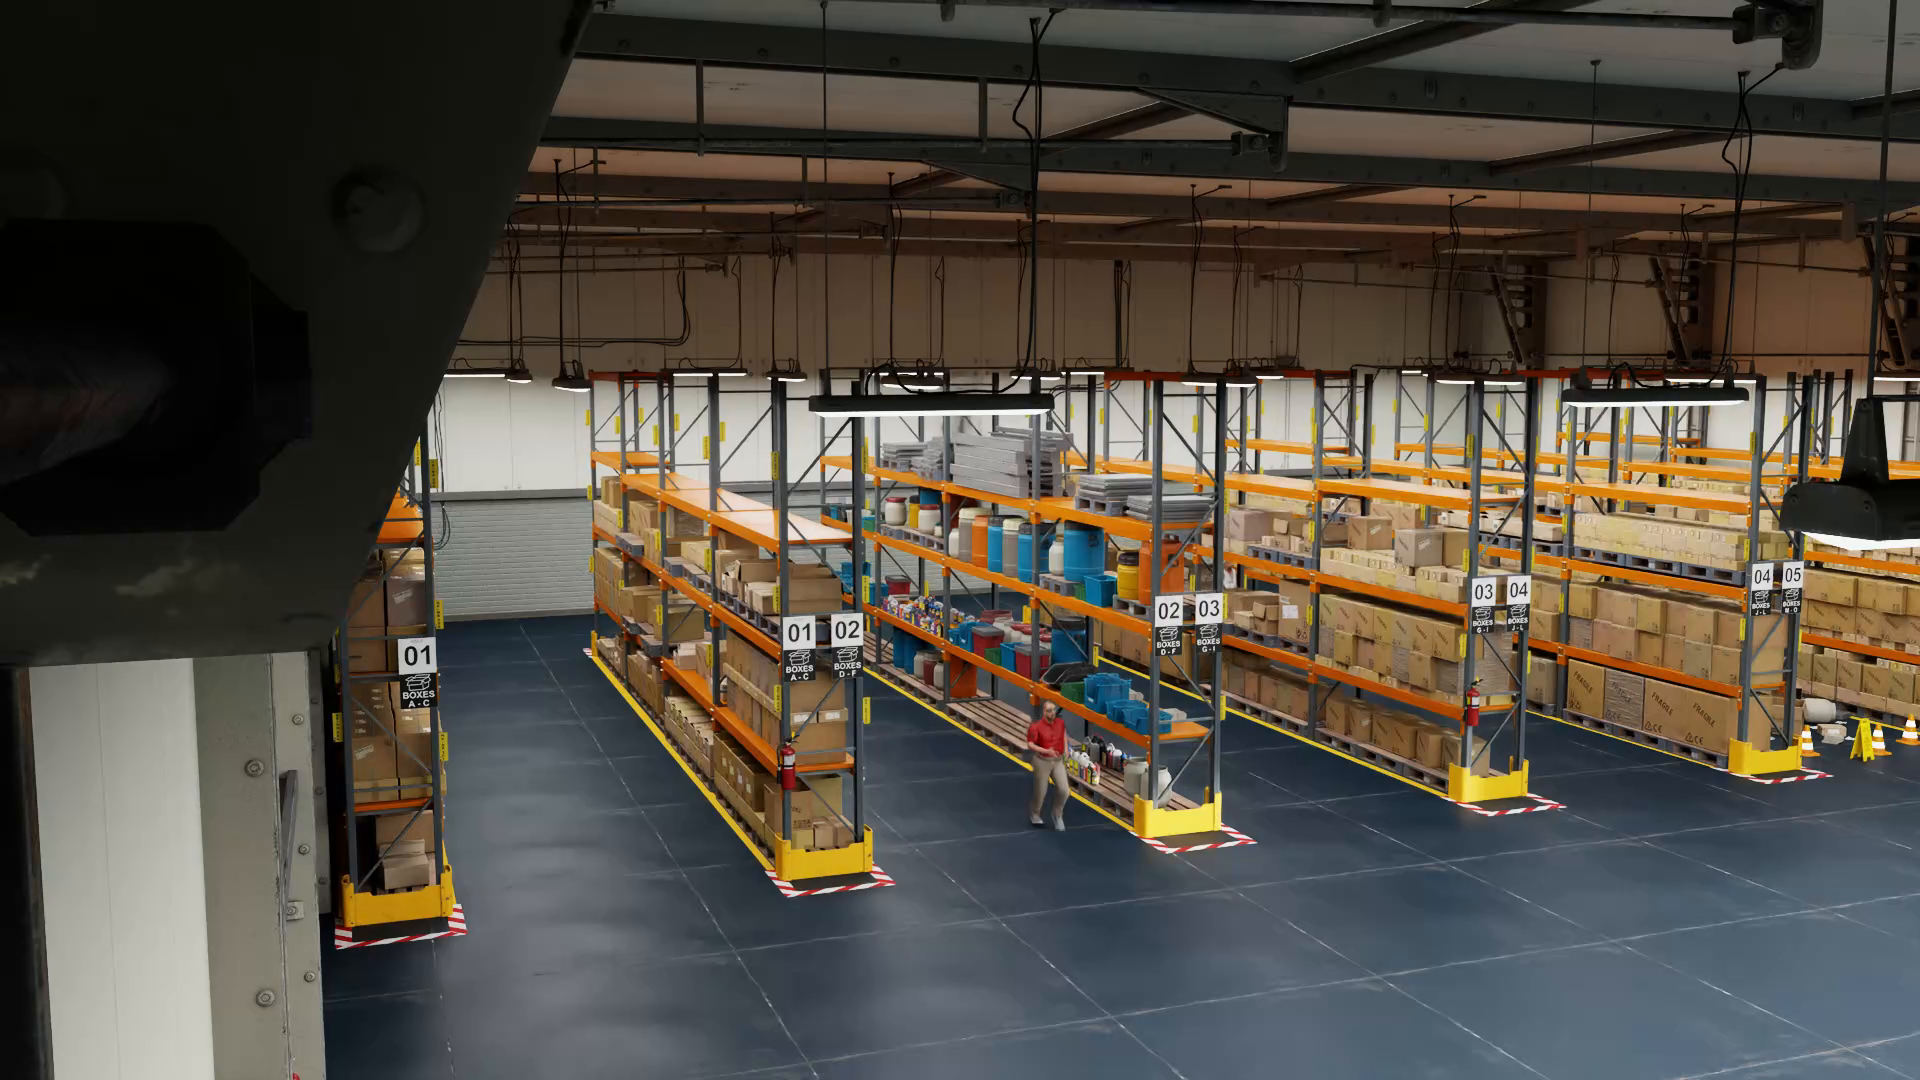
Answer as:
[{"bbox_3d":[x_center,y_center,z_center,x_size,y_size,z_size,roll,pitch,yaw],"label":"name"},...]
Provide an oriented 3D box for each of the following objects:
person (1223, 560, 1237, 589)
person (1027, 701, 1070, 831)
[{"bbox_3d":[6.012,1.281,37.317,0.676,1.827,0.921,-2,7,-16],"label":"person"},{"bbox_3d":[1.201,3.027,22.141,0.689,1.784,0.743,-3,7,-24],"label":"person"}]
